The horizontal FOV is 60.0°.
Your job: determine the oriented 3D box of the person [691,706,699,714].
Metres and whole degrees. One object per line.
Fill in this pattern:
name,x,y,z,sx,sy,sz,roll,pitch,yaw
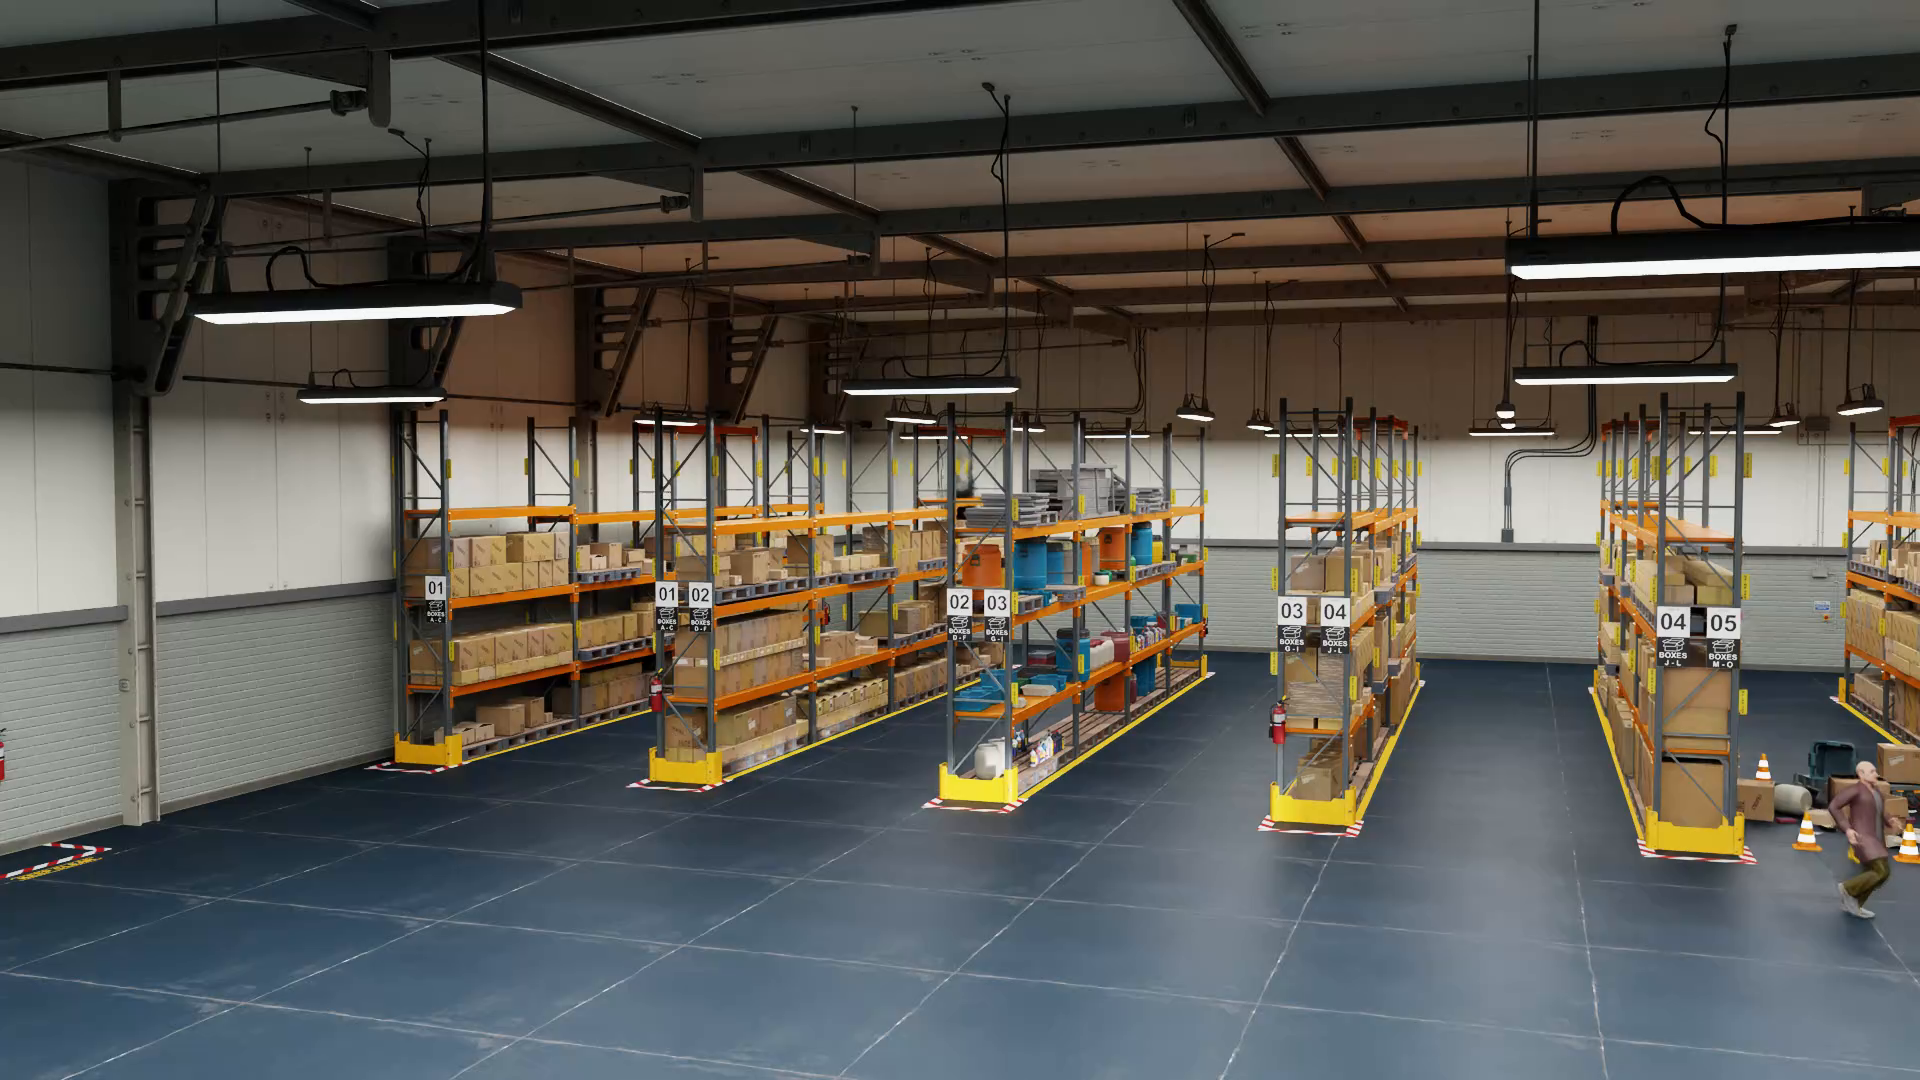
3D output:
person,-4.920,2.749,31.710,0.727,1.827,0.968,0,2,6

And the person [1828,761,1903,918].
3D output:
person,10.089,3.333,18.429,0.692,1.742,0.656,-2,3,-33
